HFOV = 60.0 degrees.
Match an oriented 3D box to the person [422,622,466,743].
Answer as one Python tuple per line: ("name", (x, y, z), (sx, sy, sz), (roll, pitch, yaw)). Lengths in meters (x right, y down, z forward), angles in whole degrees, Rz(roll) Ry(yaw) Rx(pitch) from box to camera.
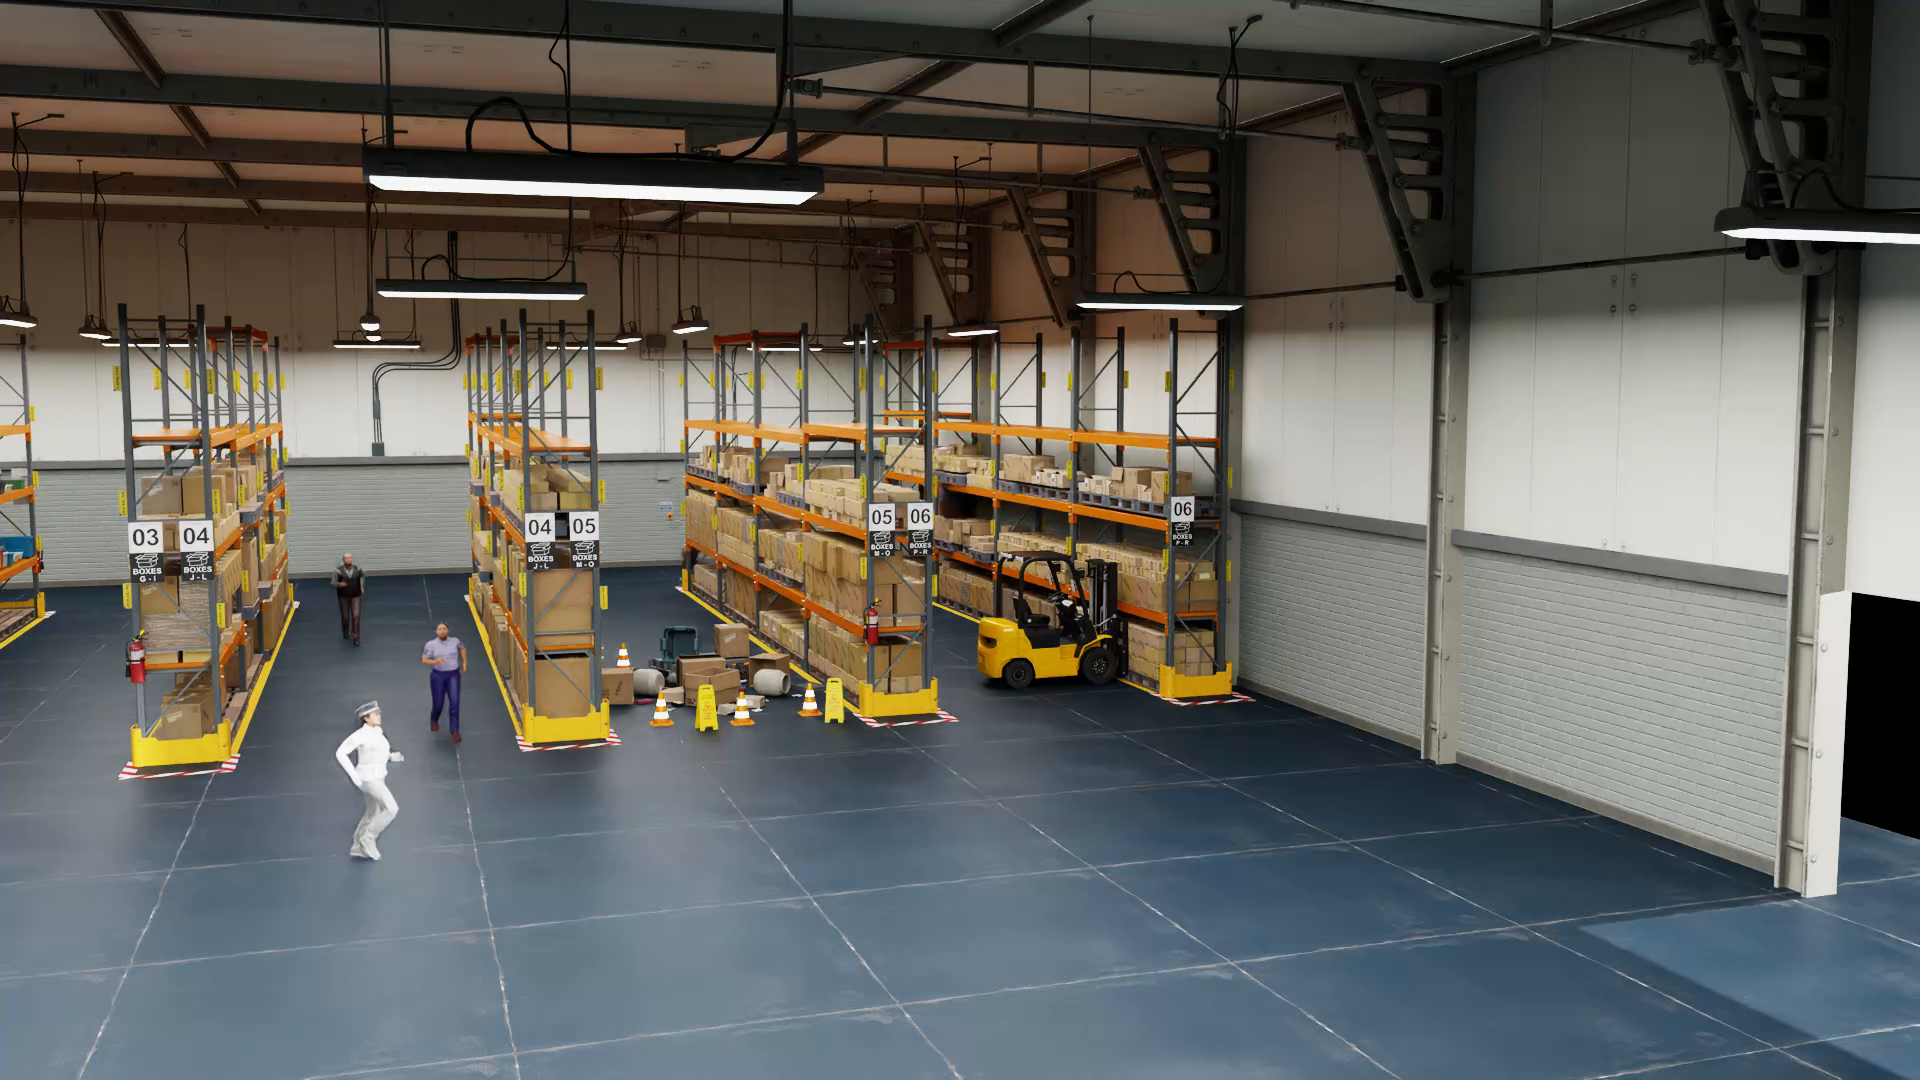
("person", (-7.241, 1.971, 23.409), (0.611, 1.613, 0.992), (-2, 6, -23))

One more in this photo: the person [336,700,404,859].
("person", (-6.124, 2.506, 17.422), (0.610, 1.665, 0.597), (0, 5, 2))

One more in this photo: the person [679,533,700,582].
("person", (-6.660, 0.234, 41.312), (0.805, 1.721, 0.771), (1, 5, 7))

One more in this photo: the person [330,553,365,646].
("person", (-11.649, 1.116, 31.717), (0.657, 1.723, 0.949), (-3, 6, -27))
